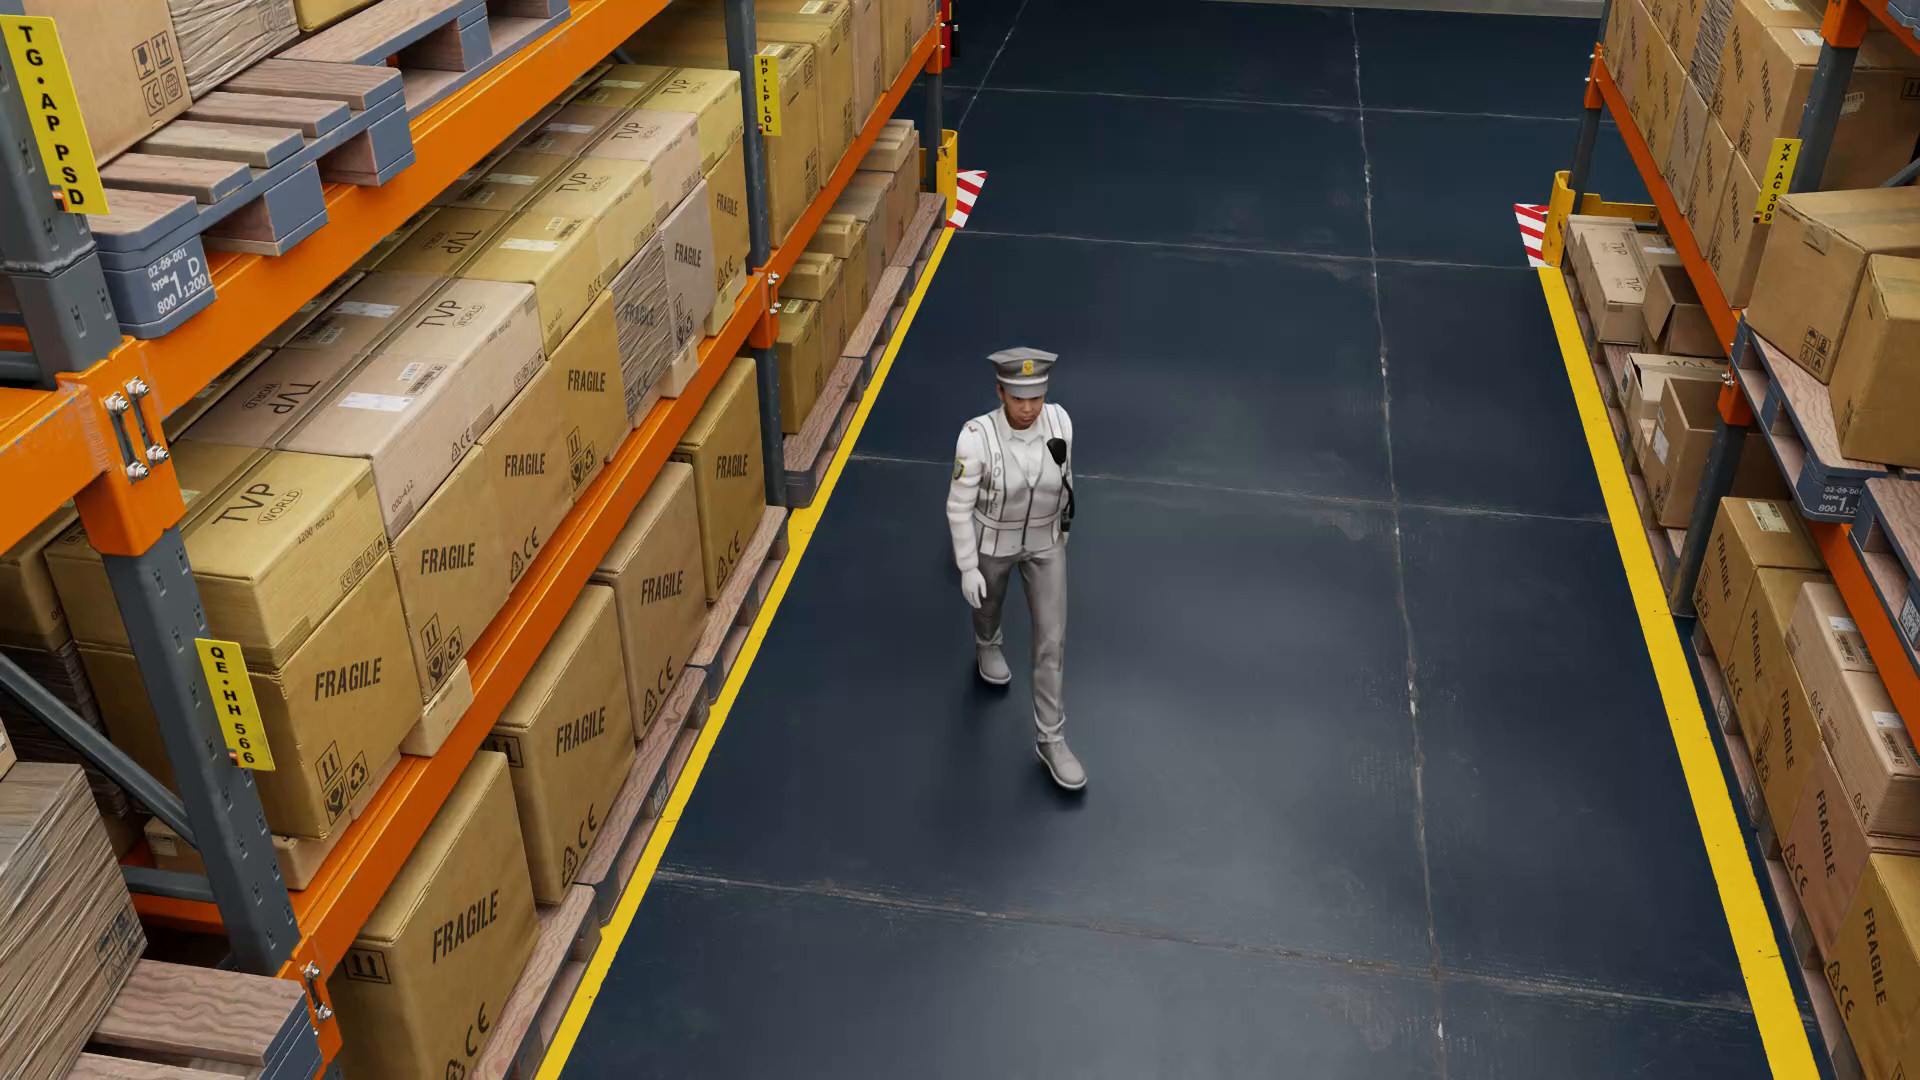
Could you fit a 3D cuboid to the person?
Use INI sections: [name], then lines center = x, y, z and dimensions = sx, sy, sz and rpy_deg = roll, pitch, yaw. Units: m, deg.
[person]
center = 0.203, 0.019, 6.075
dimensions = 0.514, 1.616, 0.968
rpy_deg = -6, 33, -9
